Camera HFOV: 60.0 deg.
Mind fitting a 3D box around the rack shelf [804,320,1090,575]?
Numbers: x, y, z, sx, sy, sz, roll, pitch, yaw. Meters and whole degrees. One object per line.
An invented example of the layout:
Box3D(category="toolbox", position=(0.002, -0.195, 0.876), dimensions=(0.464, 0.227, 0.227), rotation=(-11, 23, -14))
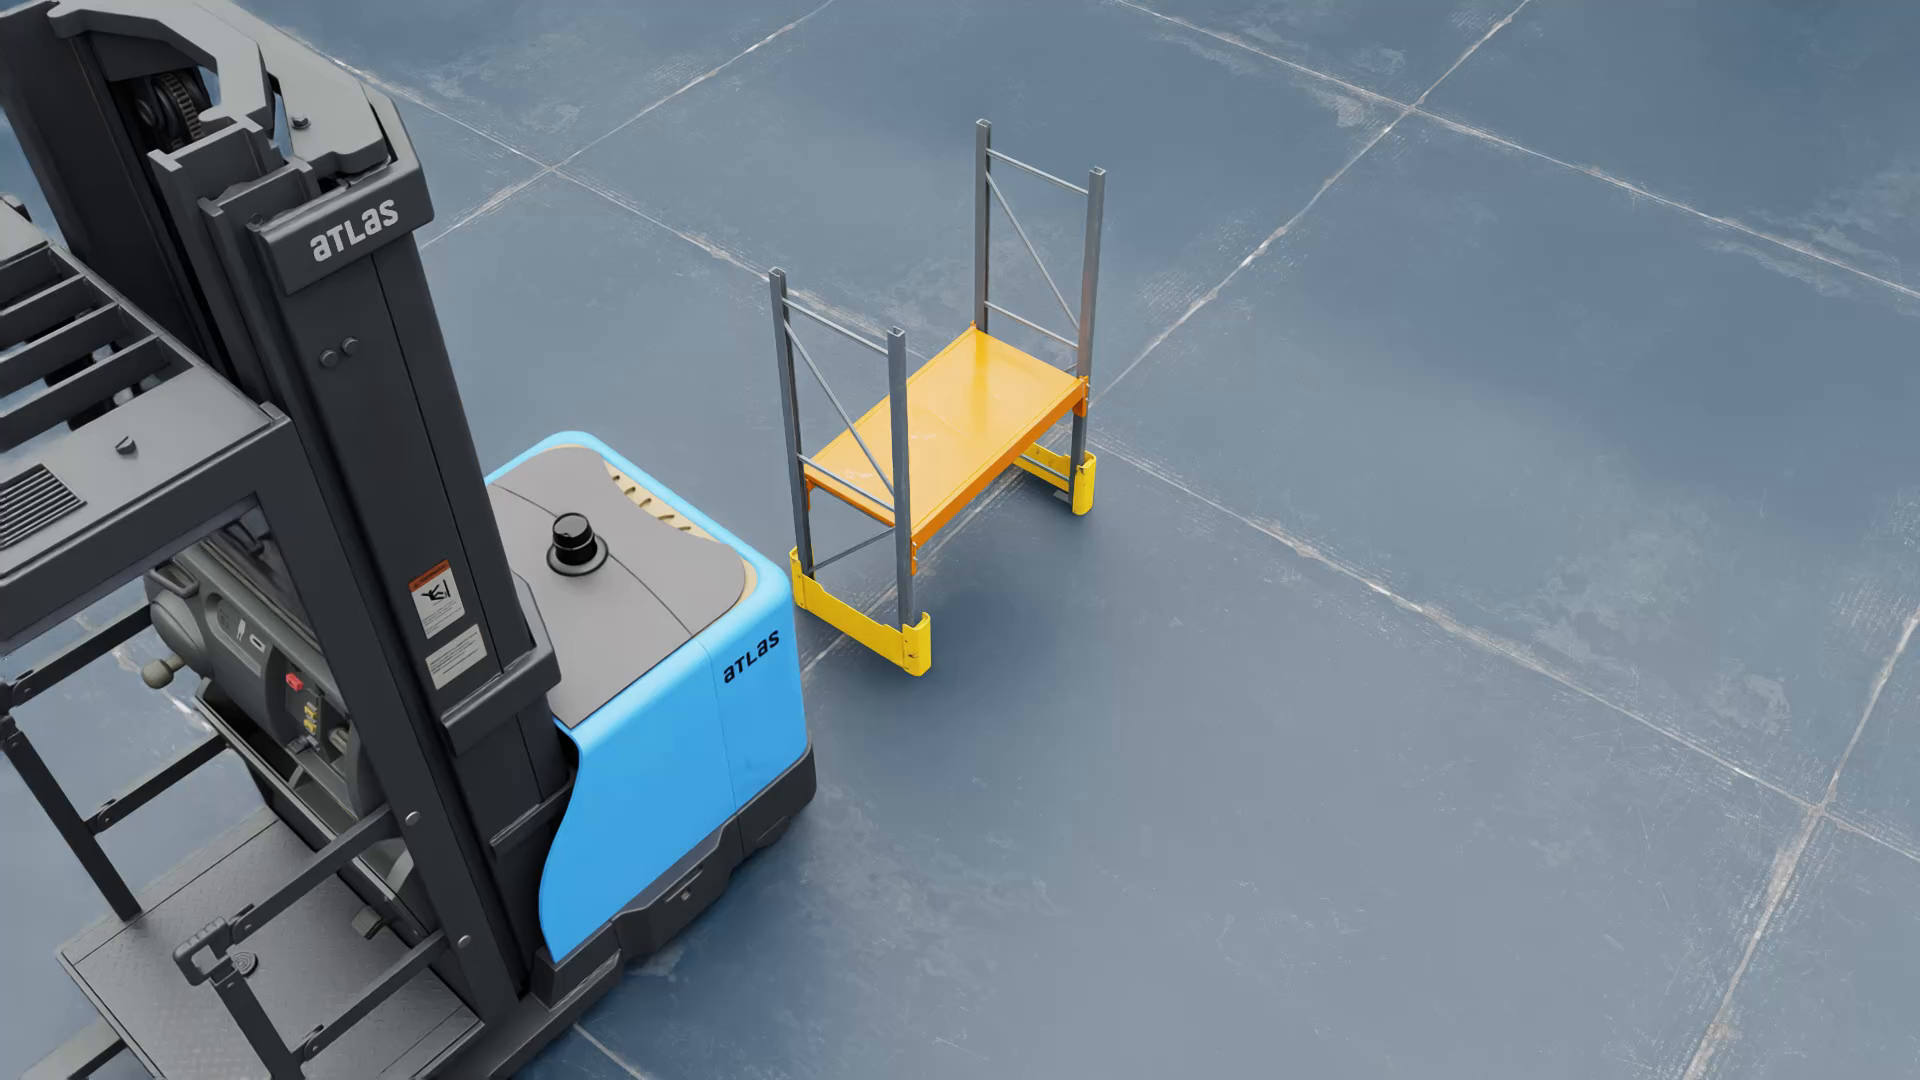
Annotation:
Box3D(category="rack shelf", position=(-0.052, -0.345, 5.791), dimensions=(0.538, 0.185, 1.000), rotation=(29, 53, 25))

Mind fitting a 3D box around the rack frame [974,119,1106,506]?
Box3D(category="rack frame", position=(0.259, -0.760, 5.939), dimensions=(0.500, 1.500, 0.032), rotation=(29, 53, 25))

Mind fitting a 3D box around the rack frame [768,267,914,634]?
Box3D(category="rack frame", position=(-0.363, -0.178, 5.383), dimensions=(0.500, 1.500, 0.032), rotation=(29, 53, 25))

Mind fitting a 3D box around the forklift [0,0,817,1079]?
Box3D(category="forklift", position=(-1.822, 0.393, 3.848), dimensions=(1.130, 2.935, 3.031), rotation=(33, 55, 27))

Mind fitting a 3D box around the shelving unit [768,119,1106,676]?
Box3D(category="shelving unit", position=(-0.047, -0.474, 5.666), dimensions=(0.587, 1.500, 1.083), rotation=(29, 53, 25))

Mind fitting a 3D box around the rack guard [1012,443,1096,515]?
Box3D(category="rack guard", position=(0.258, -0.328, 6.390), dimensions=(0.587, 0.250, 0.087), rotation=(29, 53, 25))

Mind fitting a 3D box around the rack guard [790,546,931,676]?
Box3D(category="rack guard", position=(-0.351, 0.242, 5.846), dimensions=(0.587, 0.250, 0.087), rotation=(29, 53, 25))
